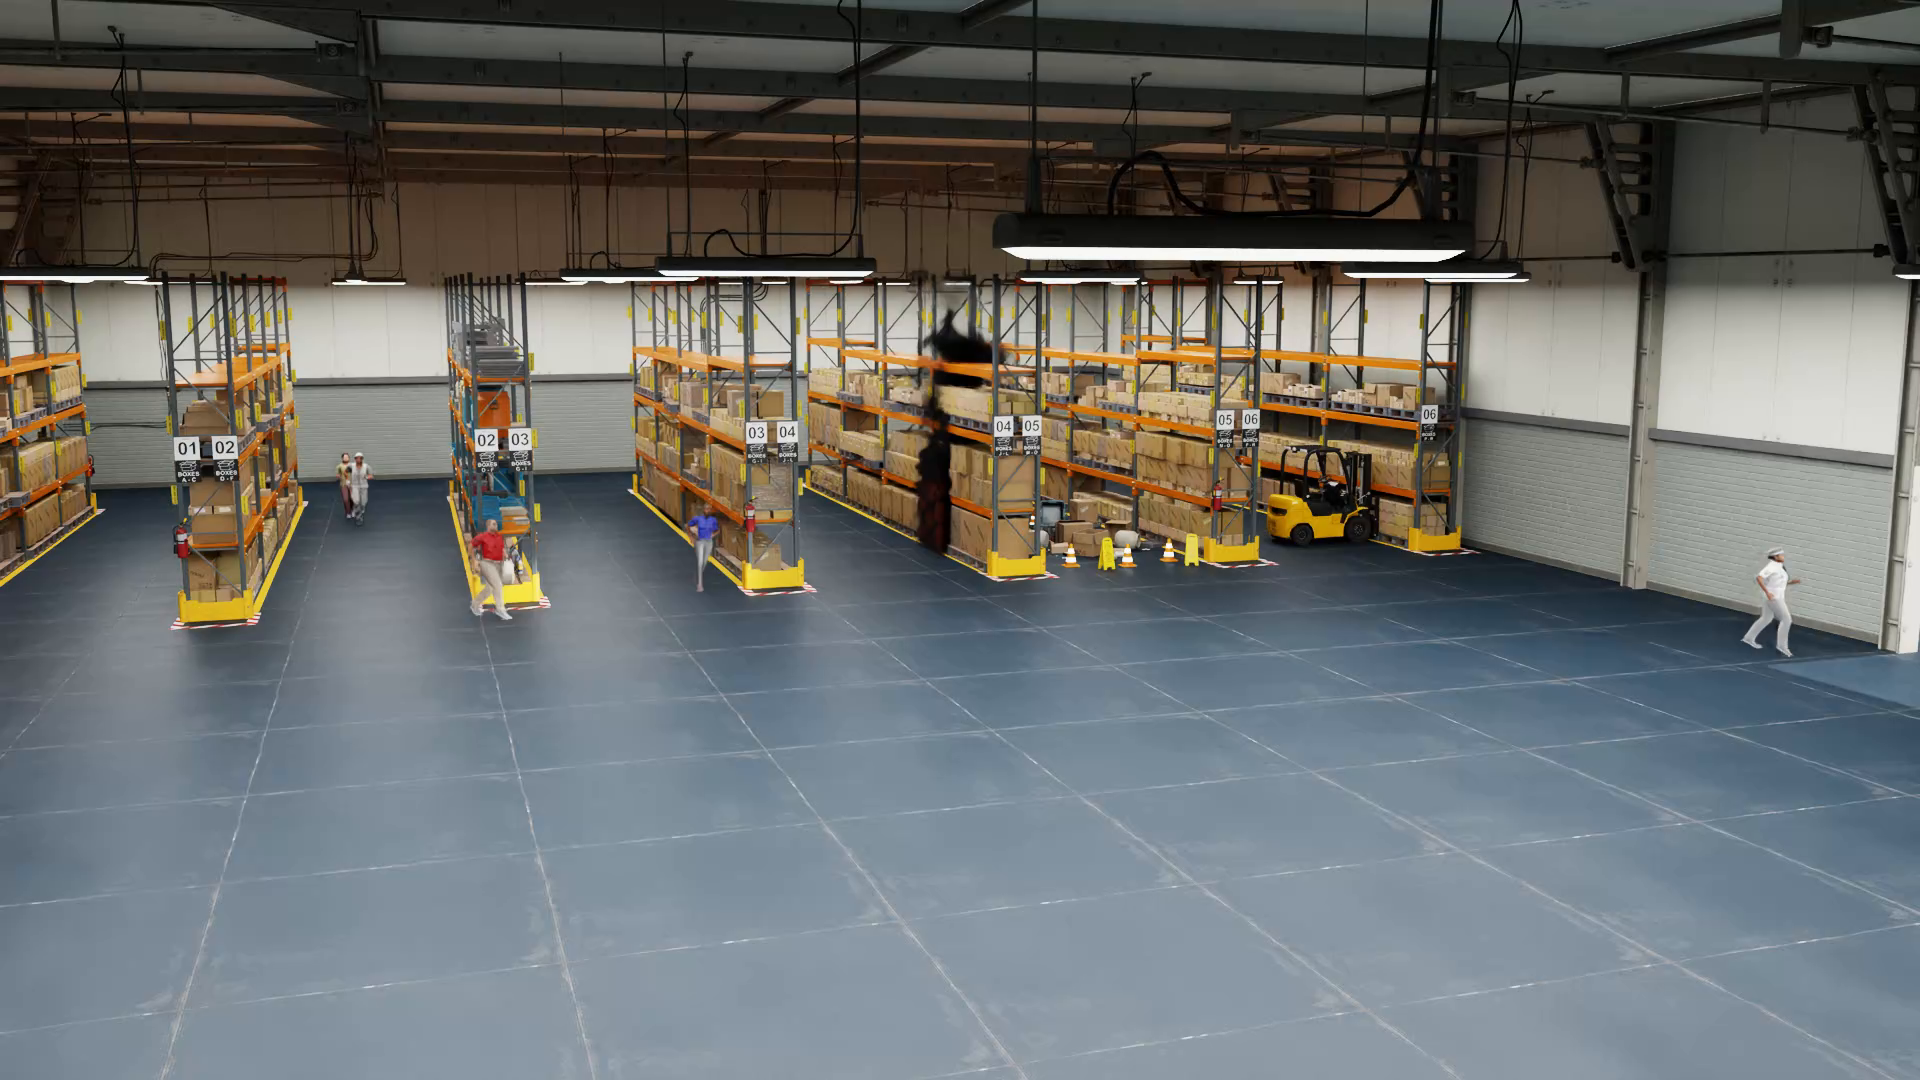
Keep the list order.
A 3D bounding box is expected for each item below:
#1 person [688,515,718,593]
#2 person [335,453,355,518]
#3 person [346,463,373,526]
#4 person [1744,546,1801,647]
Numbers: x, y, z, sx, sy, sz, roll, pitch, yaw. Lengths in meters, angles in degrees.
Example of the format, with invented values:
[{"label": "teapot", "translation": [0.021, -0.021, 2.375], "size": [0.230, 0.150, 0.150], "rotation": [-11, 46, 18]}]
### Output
[{"label": "person", "translation": [-4.903, 0.229, 31.923], "size": [0.550, 1.487, 0.854], "rotation": [-4, 10, -27]}, {"label": "person", "translation": [-15.287, -1.352, 41.529], "size": [0.567, 1.621, 0.549], "rotation": [-3, 9, -20]}, {"label": "person", "translation": [-14.569, -1.108, 40.427], "size": [0.609, 1.544, 0.781], "rotation": [-4, 9, -23]}, {"label": "person", "translation": [12.806, 0.867, 26.173], "size": [0.752, 1.583, 0.547], "rotation": [4, 10, 25]}]
